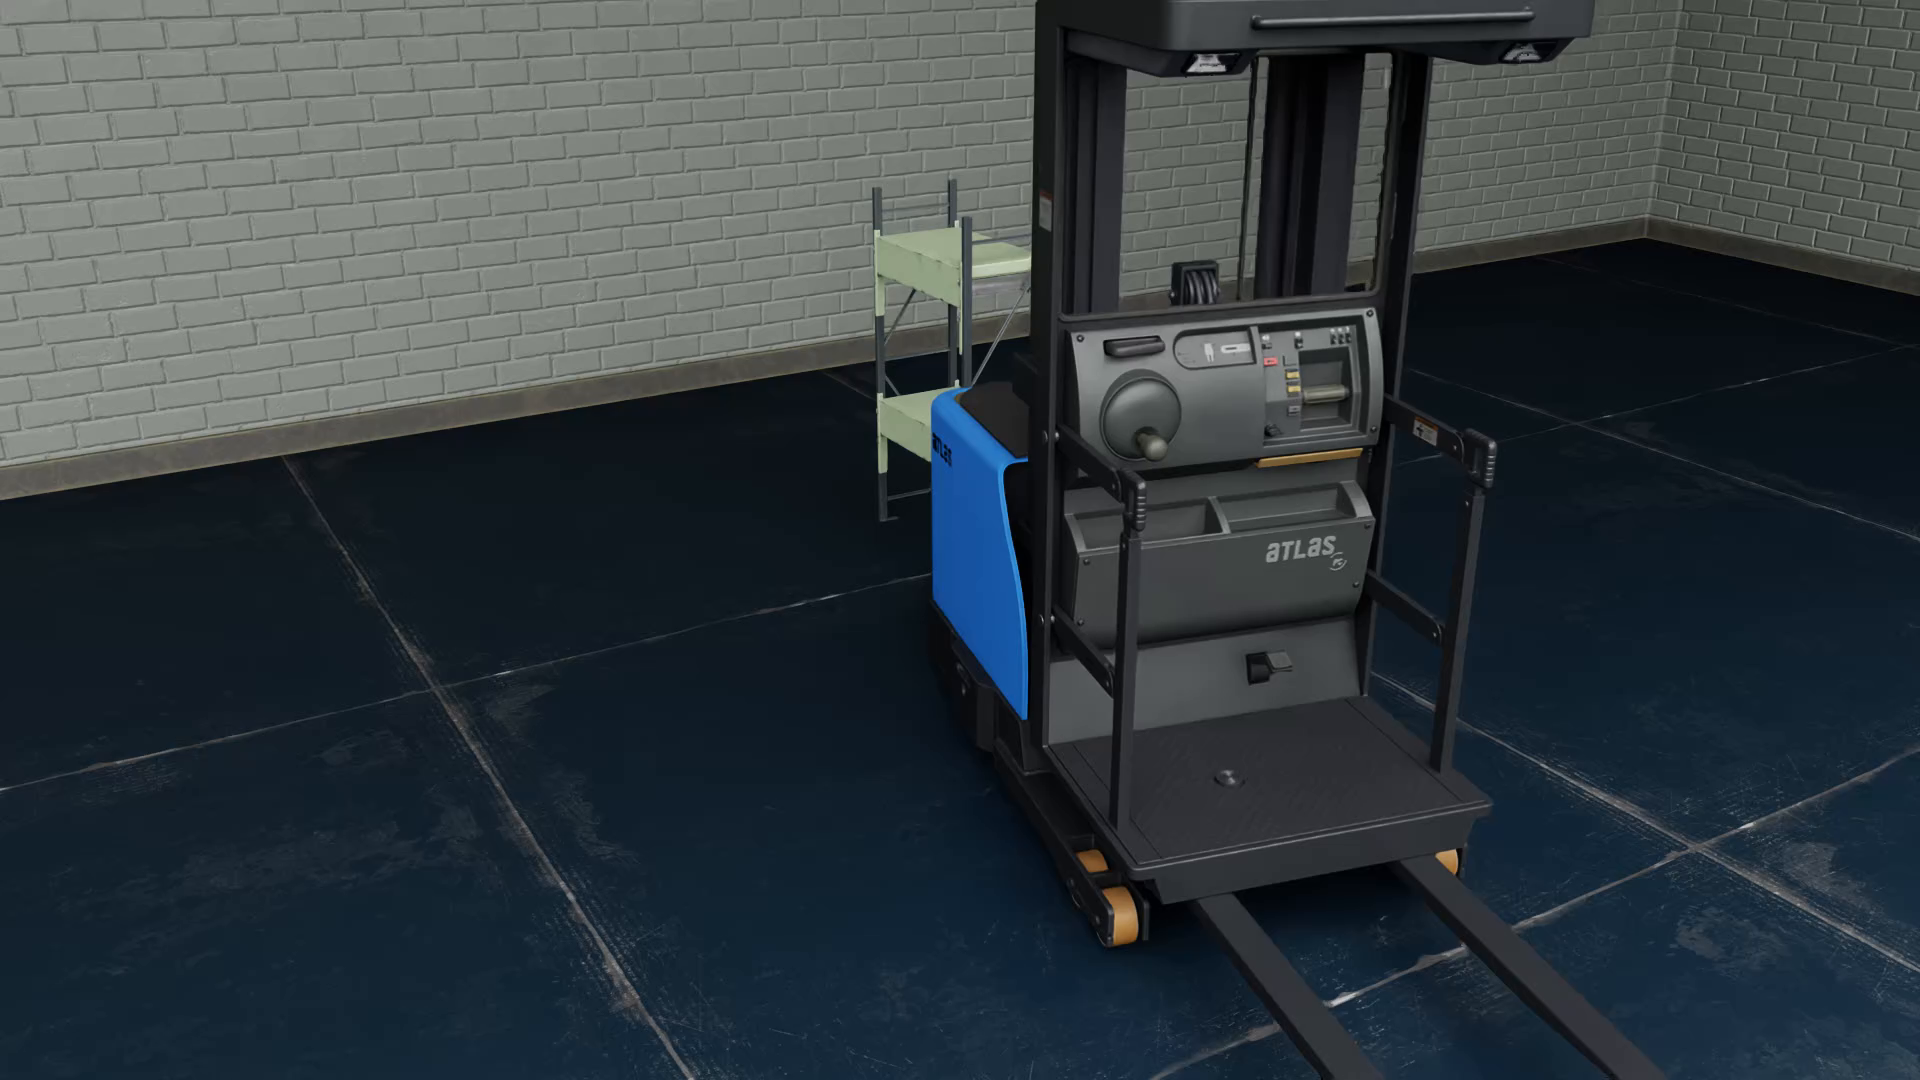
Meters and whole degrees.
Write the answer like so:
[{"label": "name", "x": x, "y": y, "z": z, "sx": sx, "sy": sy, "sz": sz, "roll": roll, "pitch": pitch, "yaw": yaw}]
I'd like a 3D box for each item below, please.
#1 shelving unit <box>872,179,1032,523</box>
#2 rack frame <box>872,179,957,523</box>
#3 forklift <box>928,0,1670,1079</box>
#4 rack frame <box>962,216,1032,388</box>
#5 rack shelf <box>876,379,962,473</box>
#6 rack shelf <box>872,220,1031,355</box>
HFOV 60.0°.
[{"label": "shelving unit", "x": -0.003, "y": -0.697, "z": 7.034, "sx": 0.431, "sy": 1.500, "sz": 0.755, "roll": -13, "pitch": 25, "yaw": -28}, {"label": "rack frame", "x": -0.190, "y": -0.815, "z": 7.326, "sx": 0.400, "sy": 1.500, "sz": 0.023, "roll": -13, "pitch": 25, "yaw": -28}, {"label": "forklift", "x": 0.817, "y": -0.410, "z": 4.427, "sx": 1.130, "sy": 2.935, "sz": 3.031, "roll": -7, "pitch": 23, "yaw": -16}, {"label": "rack frame", "x": 0.184, "y": -0.578, "z": 6.743, "sx": 0.400, "sy": 1.500, "sz": 0.023, "roll": -13, "pitch": 25, "yaw": -28}, {"label": "rack shelf", "x": -0.003, "y": -0.395, "z": 7.157, "sx": 0.431, "sy": 0.370, "sz": 0.720, "roll": -13, "pitch": 25, "yaw": -28}, {"label": "rack shelf", "x": -0.003, "y": -1.058, "z": 6.887, "sx": 0.431, "sy": 0.370, "sz": 0.720, "roll": -13, "pitch": 25, "yaw": -28}]
